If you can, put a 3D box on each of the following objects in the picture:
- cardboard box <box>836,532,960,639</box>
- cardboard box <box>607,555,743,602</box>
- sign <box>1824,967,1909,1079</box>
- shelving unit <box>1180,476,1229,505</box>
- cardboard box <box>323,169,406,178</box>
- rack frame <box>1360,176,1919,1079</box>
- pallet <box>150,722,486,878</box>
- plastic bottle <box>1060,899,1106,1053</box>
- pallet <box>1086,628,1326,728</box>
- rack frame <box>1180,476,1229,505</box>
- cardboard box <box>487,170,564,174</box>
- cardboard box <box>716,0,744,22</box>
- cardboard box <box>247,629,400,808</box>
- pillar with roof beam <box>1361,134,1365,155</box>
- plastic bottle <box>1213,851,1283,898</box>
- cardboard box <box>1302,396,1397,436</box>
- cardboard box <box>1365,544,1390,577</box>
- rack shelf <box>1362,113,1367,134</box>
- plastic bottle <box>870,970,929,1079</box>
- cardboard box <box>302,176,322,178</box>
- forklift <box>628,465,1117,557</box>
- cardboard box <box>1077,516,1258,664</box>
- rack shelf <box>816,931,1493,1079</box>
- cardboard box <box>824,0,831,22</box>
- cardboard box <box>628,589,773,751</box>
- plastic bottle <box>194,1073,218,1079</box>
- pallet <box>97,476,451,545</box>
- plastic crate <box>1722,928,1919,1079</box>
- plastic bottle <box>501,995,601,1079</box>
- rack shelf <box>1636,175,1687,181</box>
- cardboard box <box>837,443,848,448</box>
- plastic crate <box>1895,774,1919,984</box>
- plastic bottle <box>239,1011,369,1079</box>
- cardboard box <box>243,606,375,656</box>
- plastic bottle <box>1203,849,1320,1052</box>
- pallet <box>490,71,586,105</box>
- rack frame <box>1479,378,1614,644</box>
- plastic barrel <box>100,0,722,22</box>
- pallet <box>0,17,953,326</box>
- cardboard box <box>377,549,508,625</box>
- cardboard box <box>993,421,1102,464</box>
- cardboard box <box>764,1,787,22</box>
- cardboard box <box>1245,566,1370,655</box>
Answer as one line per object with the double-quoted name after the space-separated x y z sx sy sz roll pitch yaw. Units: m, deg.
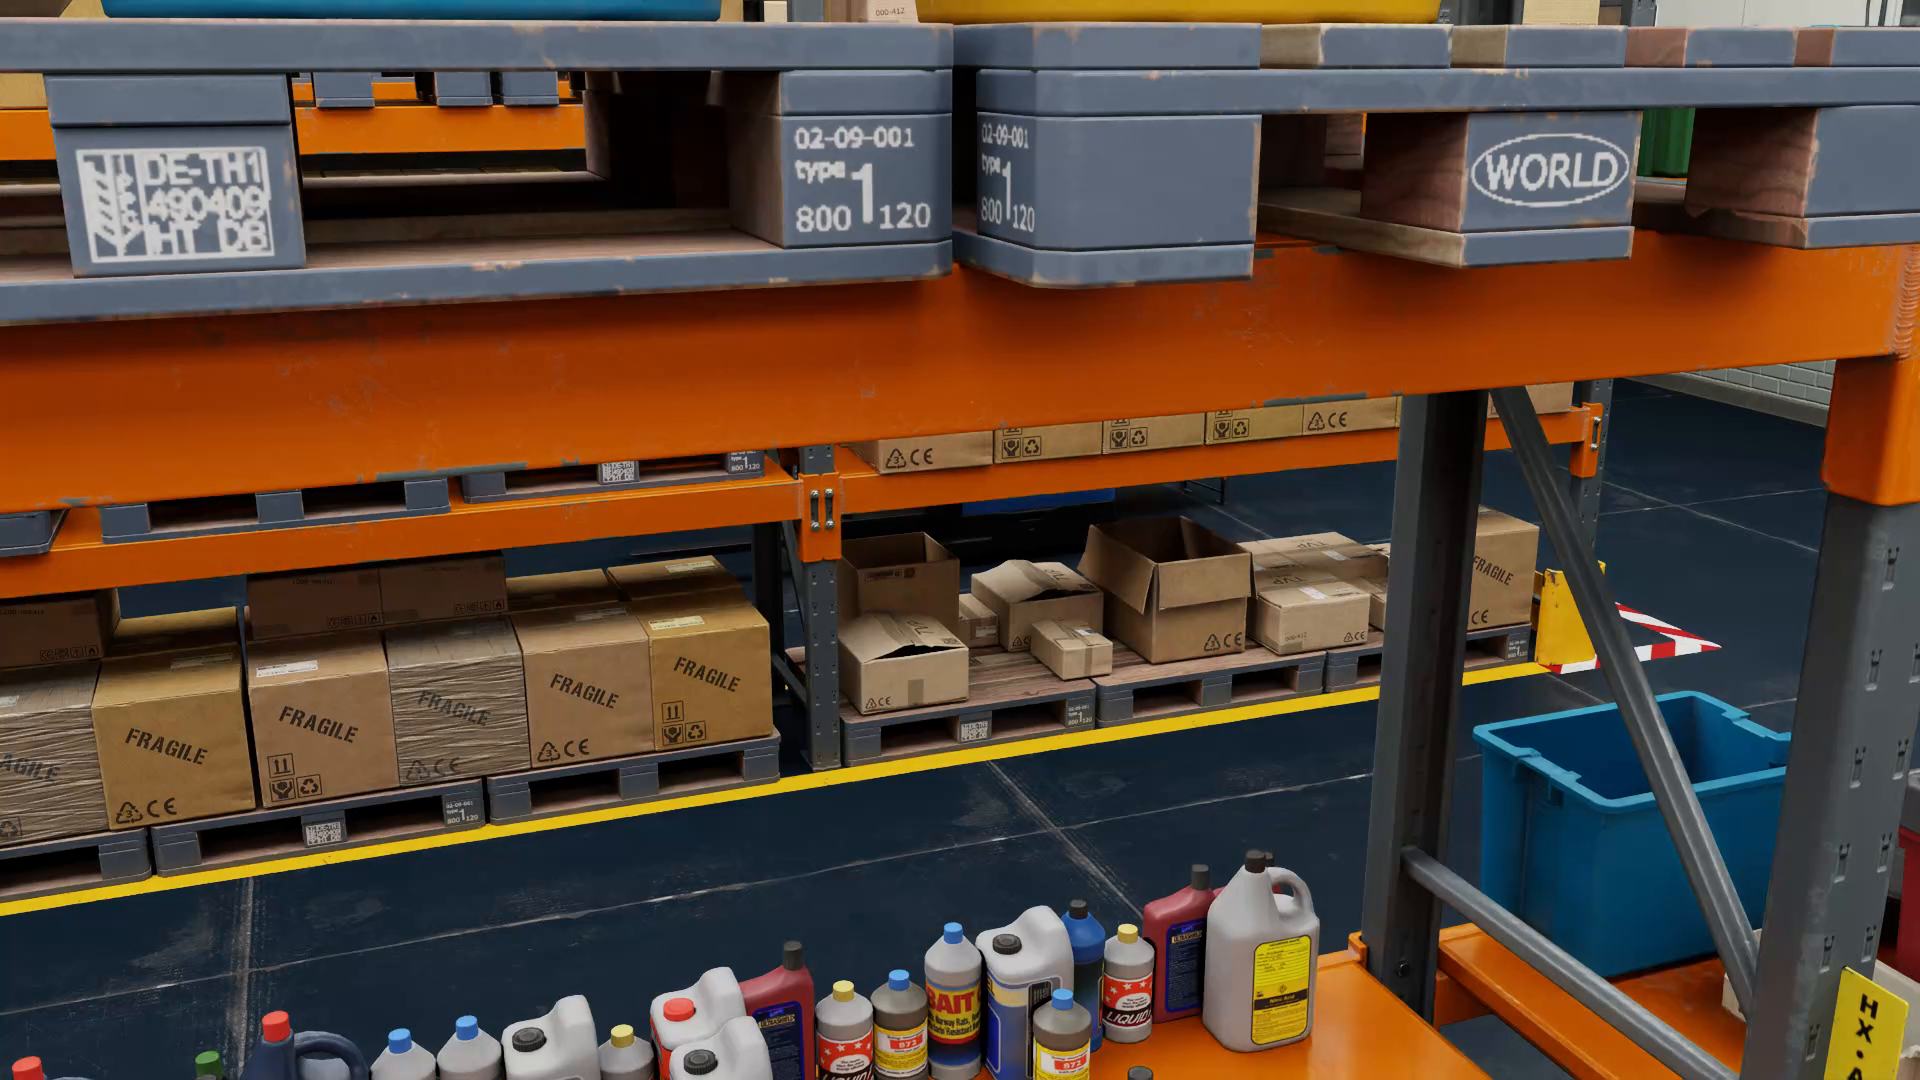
-0.321 0.285 7.959 0.500 0.500 0.500 -6 17 -20 "cardboard box"
-1.291 0.402 7.561 0.500 0.500 0.500 -7 18 -23 "cardboard box"
1.212 0.745 2.247 0.005 0.325 0.100 -6 17 -20 "sign"
1.260 -0.773 11.235 1.048 1.125 0.538 -9 19 -28 "shelving unit"
-4.003 -2.350 11.205 0.500 0.250 0.500 -7 18 -22 "cardboard box"
1.017 0.733 2.780 0.127 3.000 1.000 -6 17 -20 "rack frame"
-2.639 0.983 6.876 1.213 0.211 1.003 -6 17 -20 "pallet"
0.205 0.759 2.919 0.097 0.271 0.097 0 16 0 "plastic bottle"
1.031 0.574 8.269 1.213 0.211 1.003 -6 17 -20 "pallet"
1.702 -0.844 11.476 0.032 1.125 0.500 -9 19 -28 "rack frame"
-2.873 -2.320 11.102 0.500 0.250 0.500 -6 17 -19 "cardboard box"
-1.249 -2.276 6.602 0.600 0.600 0.600 -8 18 -25 "cardboard box"
-2.517 0.692 6.572 0.500 0.500 0.500 -7 18 -22 "cardboard box"
4.959 -4.523 10.029 0.400 9.000 9.100 -6 17 -20 "pillar with roof beam"
0.522 0.713 3.052 0.133 0.283 0.061 -6 17 -20 "plastic bottle"
1.711 -0.803 7.833 0.500 0.500 0.500 -6 17 -20 "cardboard box"
2.236 0.151 9.008 0.250 0.166 0.380 -6 17 -20 "cardboard box"
1.116 -1.867 7.584 4.000 0.370 1.077 -6 17 -20 "rack shelf"
-0.102 0.826 2.816 0.097 0.201 0.097 0 16 0 "plastic bottle"
-4.305 -2.168 10.584 0.500 0.250 0.500 -7 18 -21 "cardboard box"
-0.589 -1.343 9.971 3.031 2.935 1.130 -6 17 -20 "forklift"
1.001 0.225 8.158 0.637 0.503 0.797 -6 17 -20 "cardboard box"
-0.851 1.279 2.194 4.000 0.370 1.077 -6 17 -20 "rack shelf"
-0.395 -2.299 7.157 0.500 0.250 0.500 -6 17 -20 "cardboard box"
-1.110 0.542 7.083 0.500 0.500 0.500 -6 17 -20 "cardboard box"
-1.107 0.908 2.391 0.133 0.283 0.061 -6 17 -20 "plastic bottle"
-2.673 -0.273 6.544 1.213 0.211 1.003 -6 17 -20 "pallet"
1.503 0.821 2.840 0.243 0.136 0.396 -6 17 -20 "plastic crate"
-0.633 0.855 2.582 0.135 0.276 0.152 -6 17 -20 "plastic bottle"
2.885 -0.563 3.145 4.000 0.370 1.077 -6 17 -20 "rack shelf"
-0.377 -0.737 7.606 0.500 0.500 0.500 -6 17 -19 "cardboard box"
1.940 0.649 2.844 0.583 0.464 0.402 -6 17 -20 "plastic crate"
-0.965 0.854 2.453 0.185 0.351 0.144 -6 17 -20 "plastic bottle"
-2.727 0.558 7.030 0.500 0.500 0.500 -7 18 -22 "cardboard box"
0.535 0.711 2.942 0.185 0.351 0.144 -6 17 -20 "plastic bottle"
-1.386 -1.873 6.662 1.003 0.211 1.213 -6 17 -20 "pallet"
2.983 -0.974 8.592 0.127 3.000 1.000 -6 17 -20 "rack frame"
-0.522 -0.936 1.504 0.708 0.901 0.600 -6 17 -20 "plastic barrel"
-0.738 -0.396 1.635 1.213 0.211 1.003 -6 17 -20 "pallet"
-2.225 0.143 7.112 0.500 0.250 0.500 -6 17 -20 "cardboard box"
0.298 -0.651 7.314 0.500 0.500 0.500 -6 17 -19 "cardboard box"
-1.308 -3.539 11.344 0.500 0.250 0.500 -7 18 -21 "cardboard box"
1.666 0.341 8.211 0.500 0.250 0.500 -6 17 -20 "cardboard box"
